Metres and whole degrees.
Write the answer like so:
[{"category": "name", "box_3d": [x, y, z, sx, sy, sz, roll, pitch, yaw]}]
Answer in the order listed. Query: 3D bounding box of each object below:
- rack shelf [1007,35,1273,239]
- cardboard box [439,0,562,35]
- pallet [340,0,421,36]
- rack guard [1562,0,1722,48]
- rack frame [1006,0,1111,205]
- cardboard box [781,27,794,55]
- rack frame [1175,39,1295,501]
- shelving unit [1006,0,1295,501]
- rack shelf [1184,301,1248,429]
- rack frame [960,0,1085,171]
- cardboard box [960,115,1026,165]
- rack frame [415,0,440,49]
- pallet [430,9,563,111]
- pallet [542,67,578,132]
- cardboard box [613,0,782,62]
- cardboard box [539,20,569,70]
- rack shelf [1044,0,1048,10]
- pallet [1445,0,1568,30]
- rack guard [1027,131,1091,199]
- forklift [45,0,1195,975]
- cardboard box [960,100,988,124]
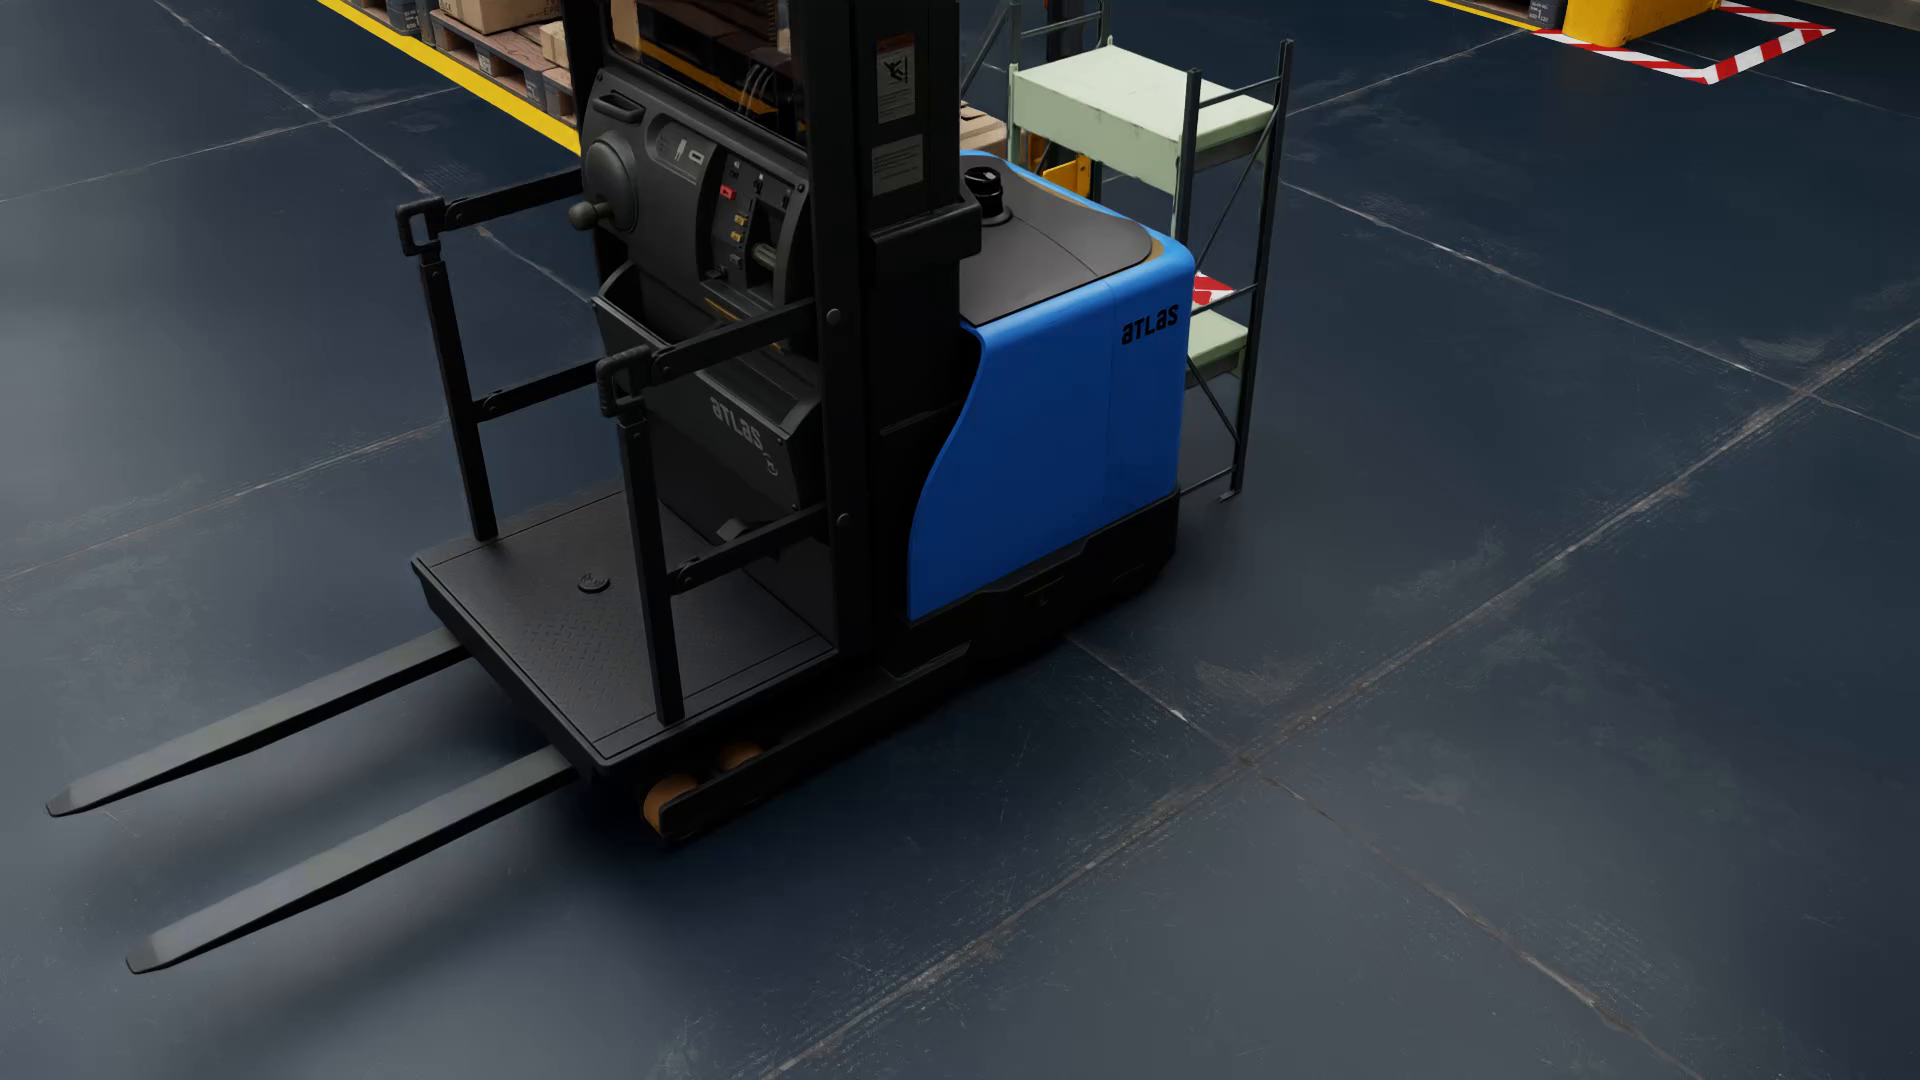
[{"category": "rack shelf", "box_3d": [0.534, -1.185, 4.950, 0.431, 0.370, 0.720, -25, 42, -31]}, {"category": "cardboard box", "box_3d": [-2.409, -2.916, 8.717, 0.500, 0.311, 0.500, -26, 43, -32]}, {"category": "pallet", "box_3d": [-3.068, -3.306, 9.736, 1.003, 0.211, 1.213, -26, 43, -32]}, {"category": "rack guard", "box_3d": [3.864, -3.152, 9.268, 1.175, 0.500, 0.348, -26, 43, -32]}, {"category": "rack frame", "box_3d": [0.303, -1.030, 5.407, 0.400, 1.500, 0.023, -25, 42, -31]}, {"category": "cardboard box", "box_3d": [-0.713, -2.178, 7.729, 0.500, 0.250, 0.500, -26, 43, -32]}, {"category": "rack frame", "box_3d": [0.765, -0.702, 4.944, 0.400, 1.500, 0.023, -25, 42, -31]}, {"category": "shelving unit", "box_3d": [0.534, -0.866, 5.175, 0.431, 1.500, 0.755, -25, 42, -31]}, {"category": "rack shelf", "box_3d": [0.534, -0.600, 5.363, 0.431, 0.370, 0.720, -25, 42, -31]}, {"category": "rack frame", "box_3d": [0.067, -2.333, 5.949, 1.000, 3.000, 0.127, -26, 43, -32]}, {"category": "cardboard box", "box_3d": [0.059, -1.663, 7.088, 0.380, 0.149, 0.250, -26, 43, -32]}, {"category": "rack frame", "box_3d": [-2.514, -4.099, 8.443, 1.000, 3.000, 0.127, -26, 43, -32]}, {"category": "pallet", "box_3d": [-2.072, -2.658, 8.820, 1.003, 0.211, 1.213, -26, 43, -32]}, {"category": "pallet", "box_3d": [-1.280, -2.119, 8.059, 1.003, 0.211, 1.213, -26, 43, -32]}, {"category": "cardboard box", "box_3d": [-1.298, -2.433, 7.869, 0.797, 0.503, 0.637, -26, 43, -32]}, {"category": "cardboard box", "box_3d": [-1.843, -2.479, 8.225, 0.380, 0.166, 0.250, -26, 43, -32]}, {"category": "rack shelf", "box_3d": [-1.224, -2.923, 7.404, 1.077, 0.370, 4.000, -26, 43, -32]}, {"category": "pallet", "box_3d": [3.273, -3.368, 9.824, 1.003, 0.211, 1.213, -26, 43, -32]}, {"category": "rack guard", "box_3d": [0.018, -1.347, 6.719, 1.175, 0.500, 0.348, -26, 43, -32]}, {"category": "forklift", "box_3d": [-0.804, -0.788, 3.827, 3.031, 2.935, 1.130, -25, 42, -31]}, {"category": "cardboard box", "box_3d": [-0.102, -1.780, 7.239, 0.380, 0.166, 0.250, -26, 43, -32]}]
